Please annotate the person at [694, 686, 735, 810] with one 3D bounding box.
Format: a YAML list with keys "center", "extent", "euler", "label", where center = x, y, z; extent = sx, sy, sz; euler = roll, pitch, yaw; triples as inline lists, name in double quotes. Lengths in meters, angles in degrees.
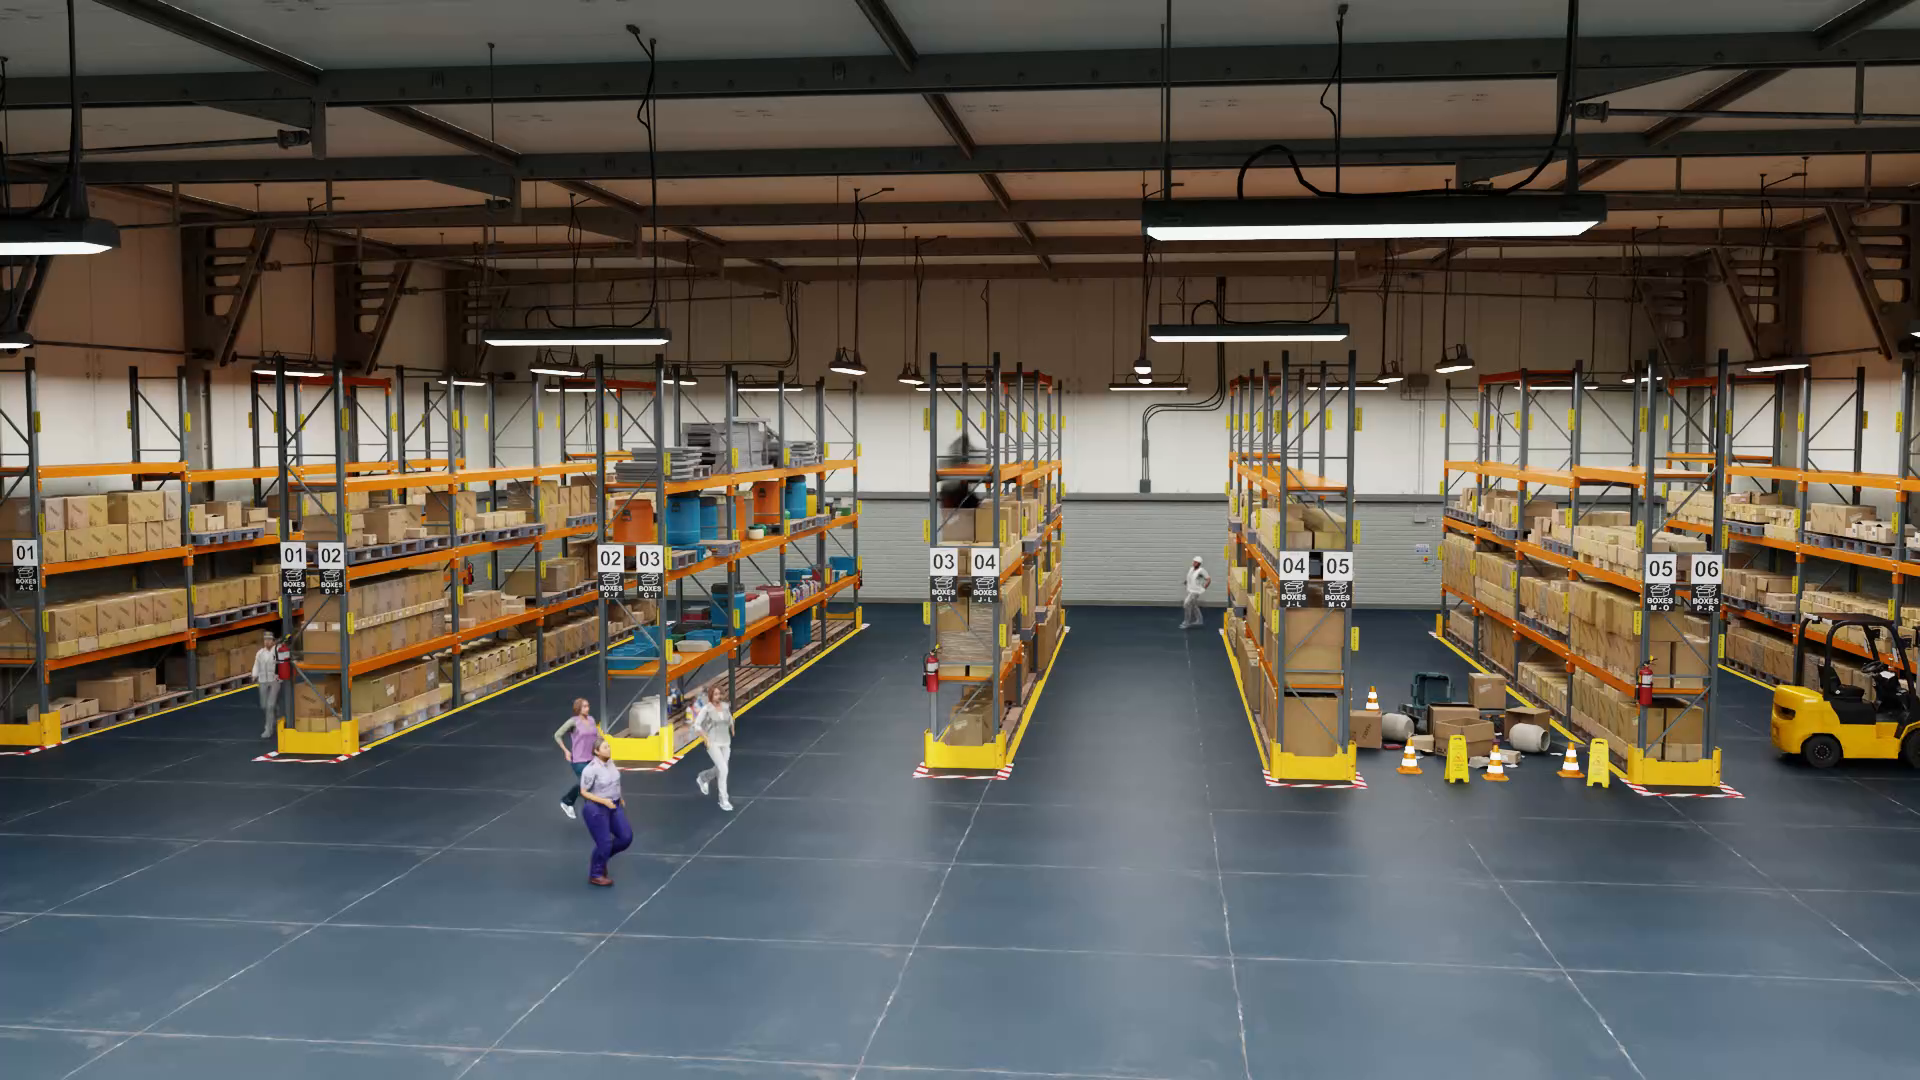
- center: [-3.191, 2.686, 21.706]
  extent: [0.532, 1.595, 0.724]
  euler: [-4, 5, -42]
  label: "person"

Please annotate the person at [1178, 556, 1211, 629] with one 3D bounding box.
- center: [5.682, 1.282, 40.296]
  extent: [0.732, 1.791, 0.735]
  euler: [-1, 4, -20]
  label: "person"

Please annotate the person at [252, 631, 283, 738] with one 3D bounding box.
- center: [-11.061, 2.292, 26.742]
  extent: [0.617, 1.682, 0.747]
  euler: [0, 4, 0]
  label: "person"

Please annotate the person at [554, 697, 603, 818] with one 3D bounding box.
- center: [-4.656, 2.731, 20.494]
  extent: [0.879, 1.594, 0.532]
  euler: [3, 5, 33]
  label: "person"

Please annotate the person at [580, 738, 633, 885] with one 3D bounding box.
- center: [-3.822, 2.929, 17.955]
  extent: [0.536, 1.602, 0.581]
  euler: [2, 5, 28]
  label: "person"
